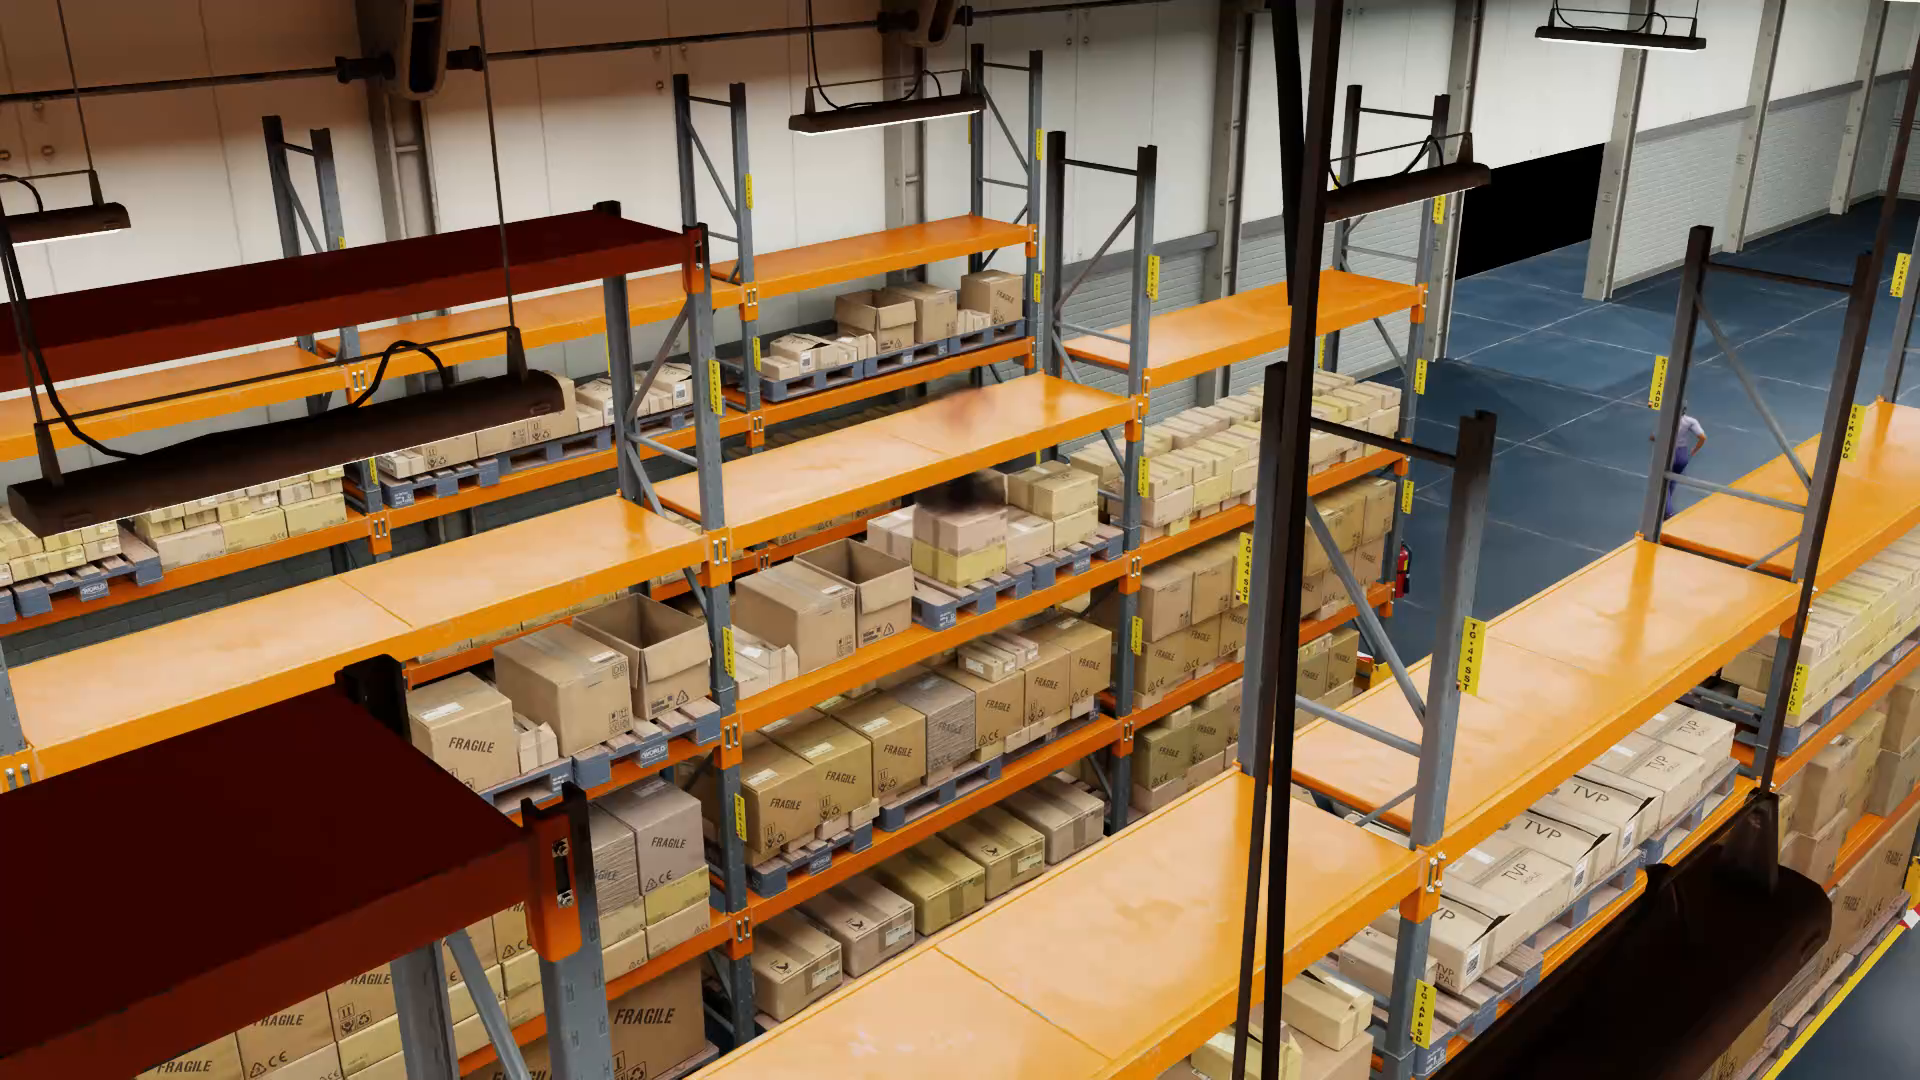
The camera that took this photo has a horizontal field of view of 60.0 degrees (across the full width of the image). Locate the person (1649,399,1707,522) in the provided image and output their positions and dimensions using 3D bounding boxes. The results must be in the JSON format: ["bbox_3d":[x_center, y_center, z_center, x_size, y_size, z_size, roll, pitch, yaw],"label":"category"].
[{"bbox_3d":[9.027,-1.009,21.107,0.594,1.671,0.895,-1,22,-1],"label":"person"}]
